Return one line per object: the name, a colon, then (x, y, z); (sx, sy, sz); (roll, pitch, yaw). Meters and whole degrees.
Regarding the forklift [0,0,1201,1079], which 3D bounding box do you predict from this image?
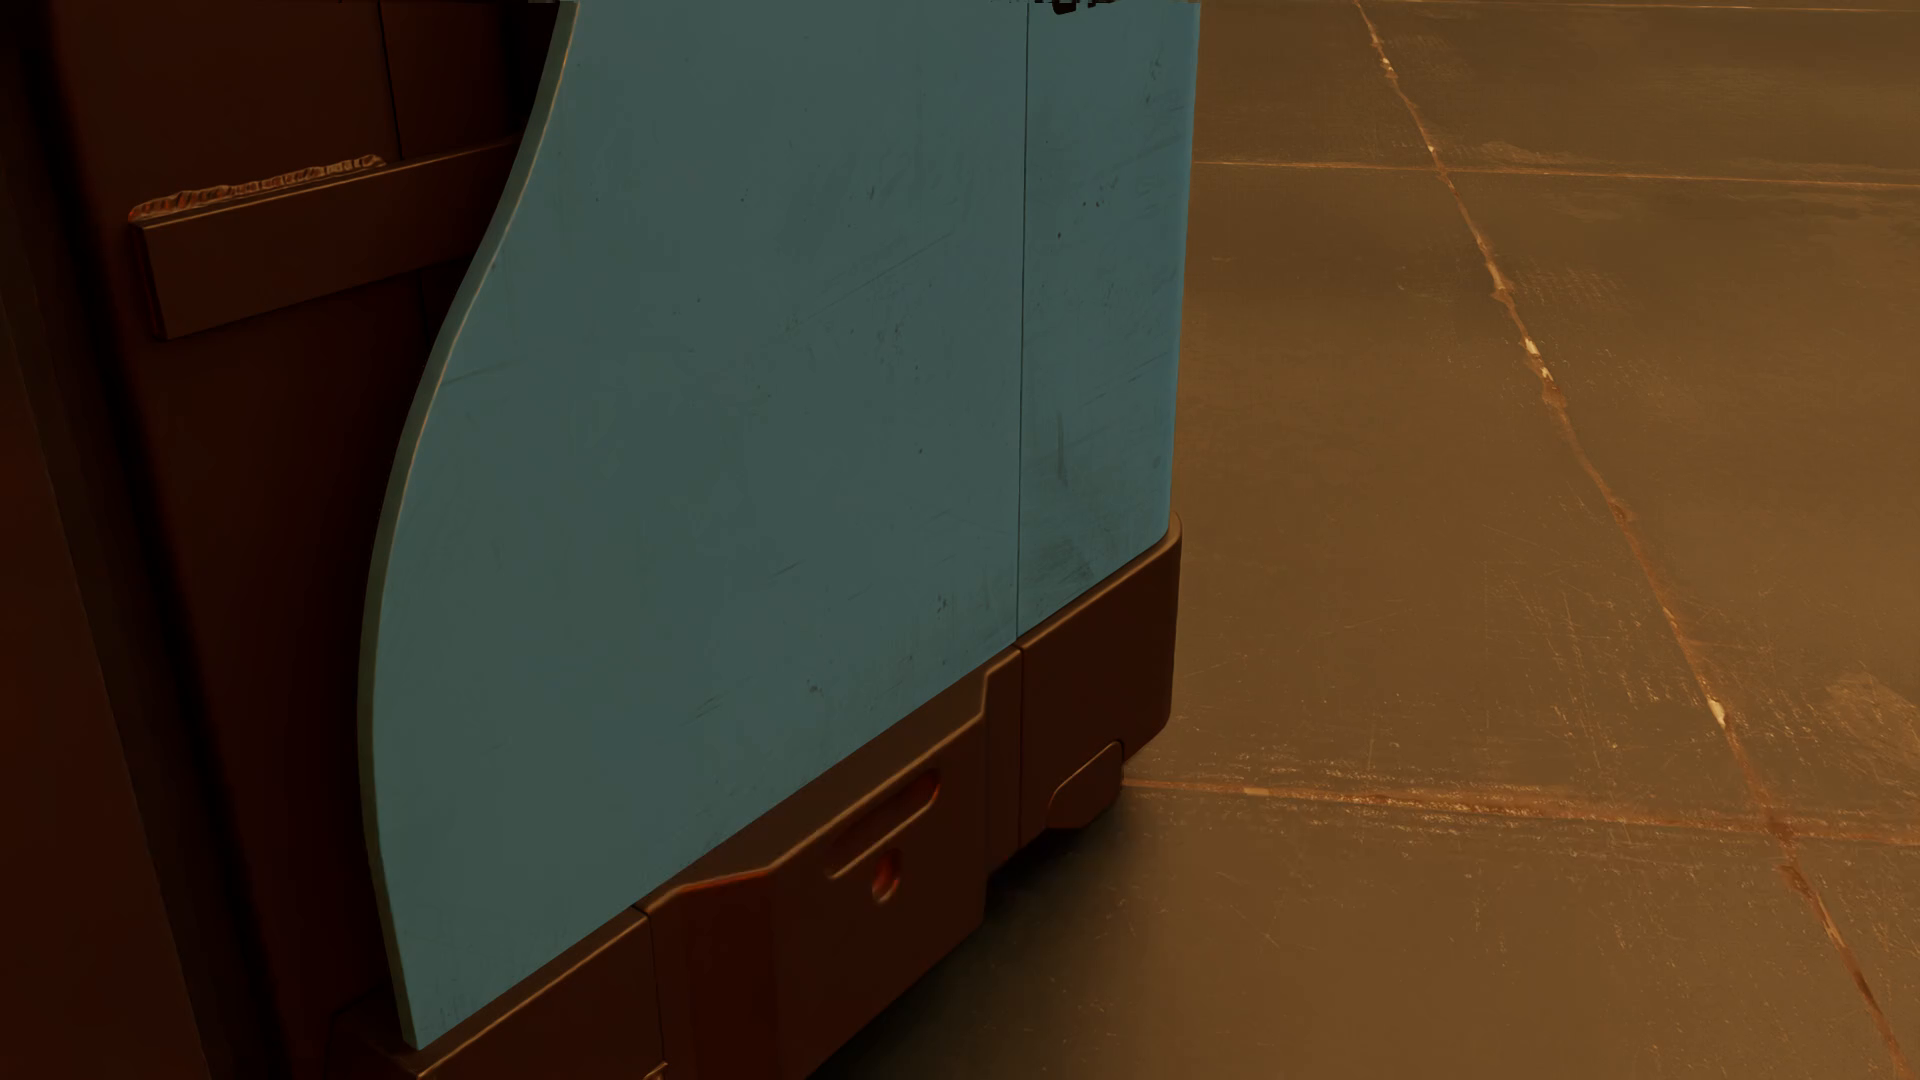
forklift: (-1.044, -0.666, 0.551); (1.130, 2.935, 3.031); (19, 32, 33)
